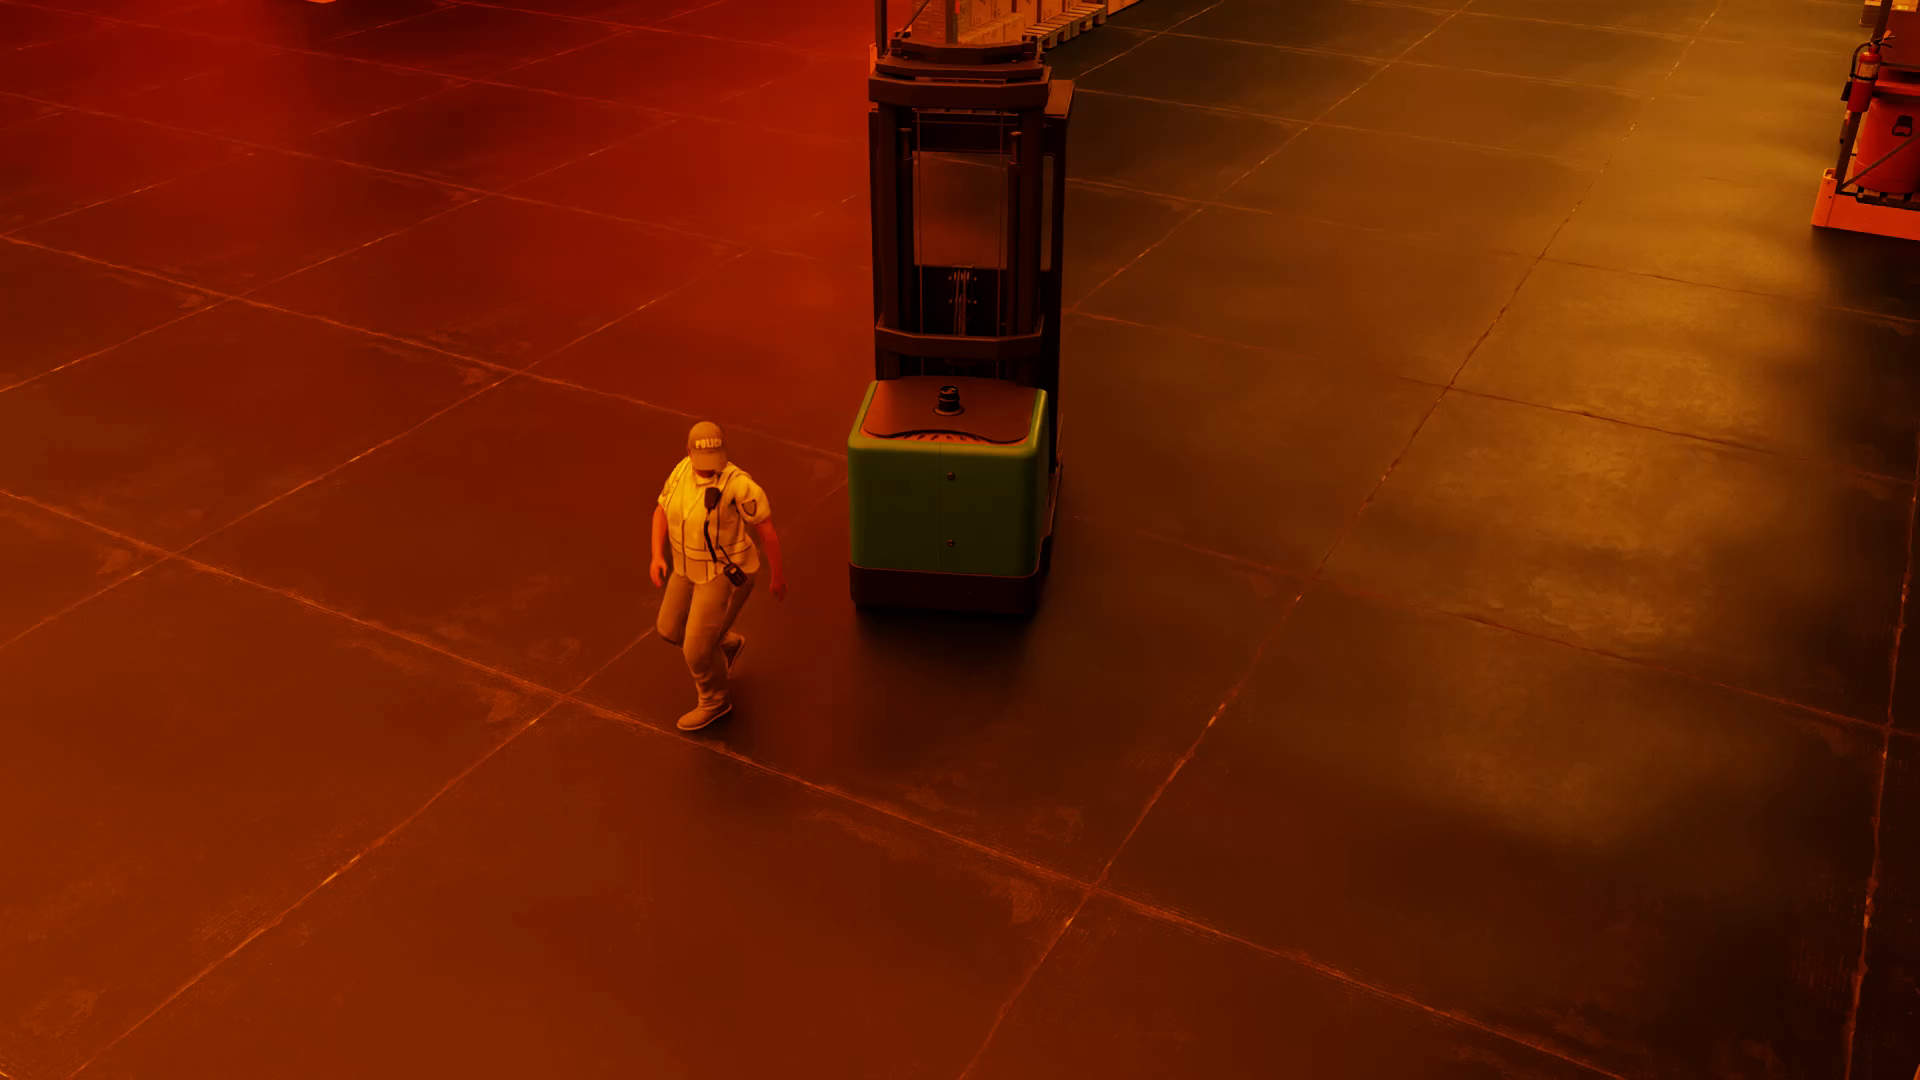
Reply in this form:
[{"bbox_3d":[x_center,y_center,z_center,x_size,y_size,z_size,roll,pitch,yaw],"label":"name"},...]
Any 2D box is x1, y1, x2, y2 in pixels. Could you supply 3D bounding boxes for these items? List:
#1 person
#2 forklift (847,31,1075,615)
[{"bbox_3d":[-1.213,0.166,8.117,0.576,1.610,0.642,-26,39,-37],"label":"person"},{"bbox_3d":[0.072,-1.572,9.794,1.130,2.935,3.031,3,30,6],"label":"forklift"}]
